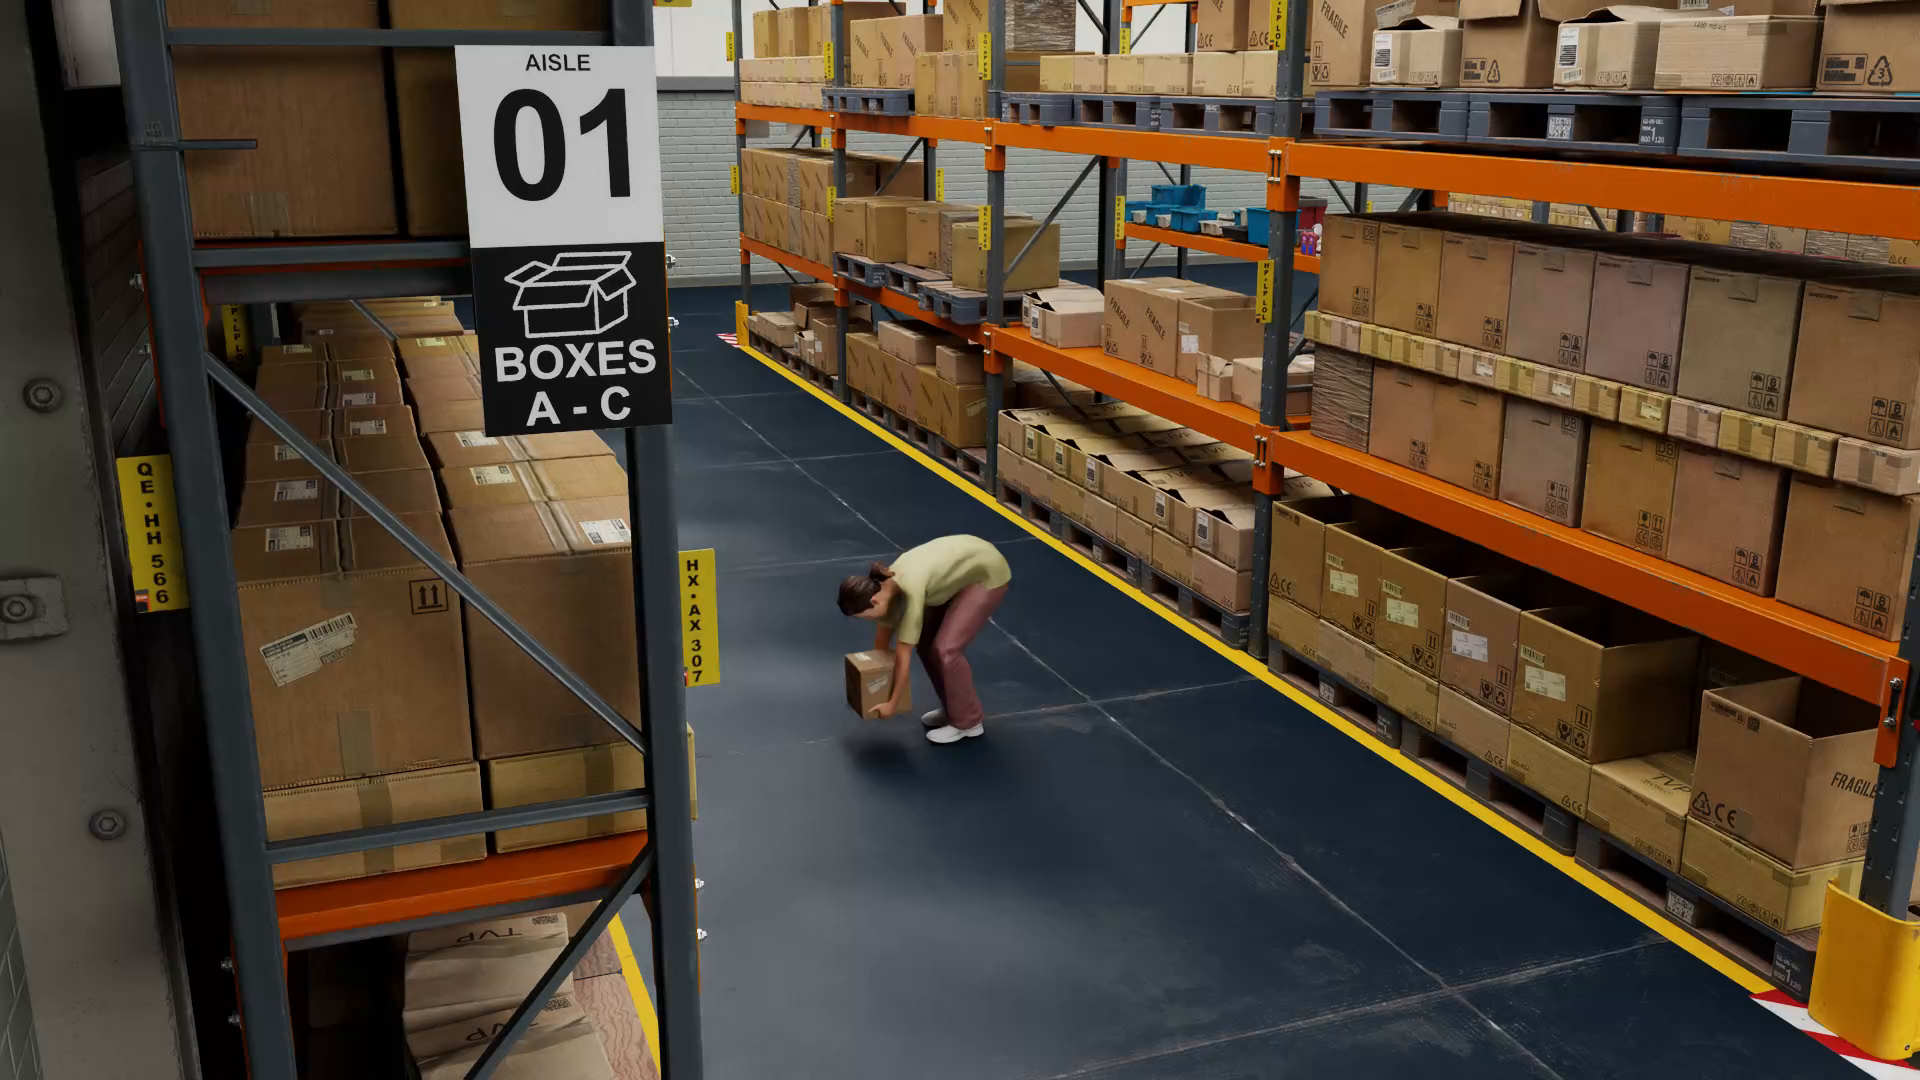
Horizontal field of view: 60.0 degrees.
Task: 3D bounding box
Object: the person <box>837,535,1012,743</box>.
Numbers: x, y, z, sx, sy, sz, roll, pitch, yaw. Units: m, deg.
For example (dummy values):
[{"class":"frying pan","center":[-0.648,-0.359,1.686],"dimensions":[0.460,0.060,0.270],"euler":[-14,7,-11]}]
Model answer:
[{"class":"person","center":[-0.177,0.489,8.062],"dimensions":[0.863,0.985,0.439],"euler":[-7,17,-22]}]
